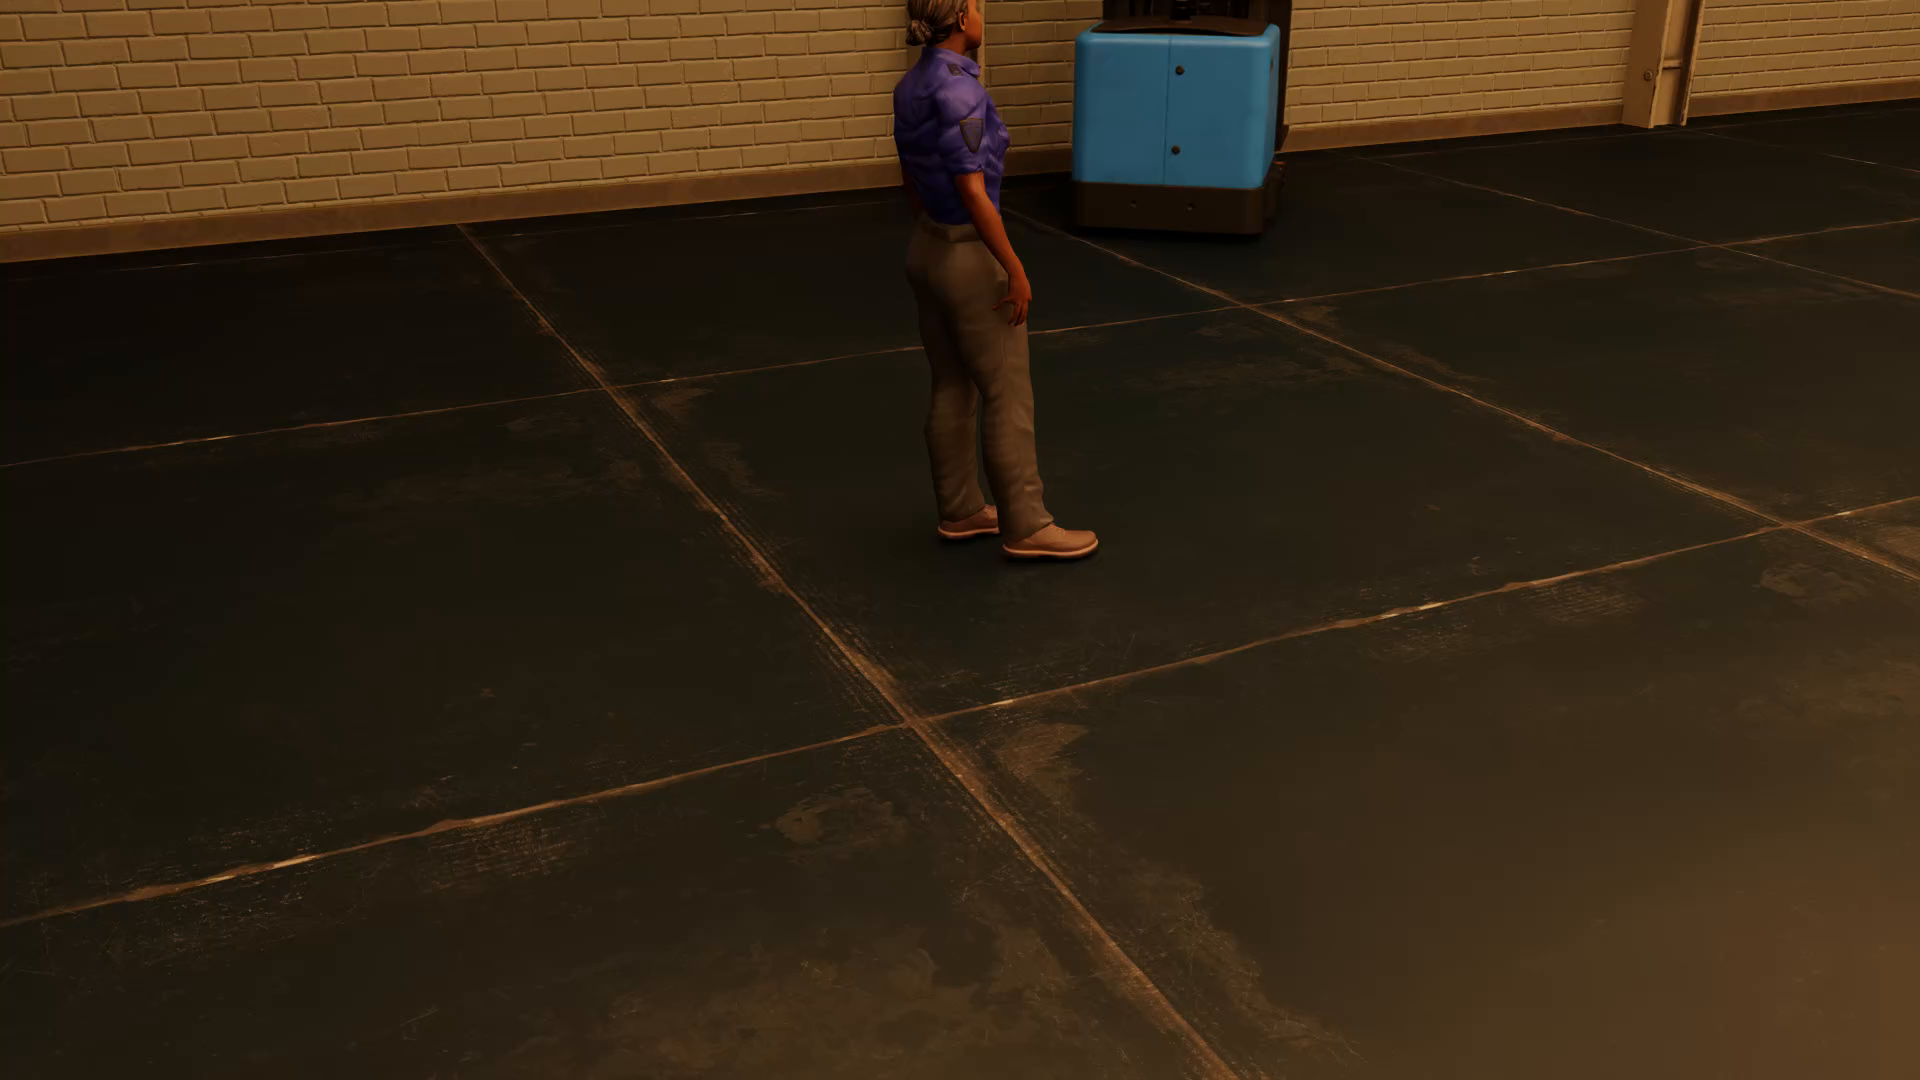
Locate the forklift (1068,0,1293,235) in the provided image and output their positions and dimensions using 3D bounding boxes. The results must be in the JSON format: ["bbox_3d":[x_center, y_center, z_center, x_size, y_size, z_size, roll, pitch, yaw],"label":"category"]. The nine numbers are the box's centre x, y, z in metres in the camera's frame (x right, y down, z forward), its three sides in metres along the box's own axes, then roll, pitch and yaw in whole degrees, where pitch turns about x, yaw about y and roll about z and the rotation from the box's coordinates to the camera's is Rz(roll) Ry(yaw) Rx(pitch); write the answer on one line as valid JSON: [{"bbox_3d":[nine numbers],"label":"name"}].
[{"bbox_3d":[1.433,-3.510,9.736,1.130,2.935,3.031,5,23,13],"label":"forklift"}]

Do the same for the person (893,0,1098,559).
[{"bbox_3d":[0.088,-0.778,4.804,0.503,1.656,0.569,-10,25,-23],"label":"person"}]
